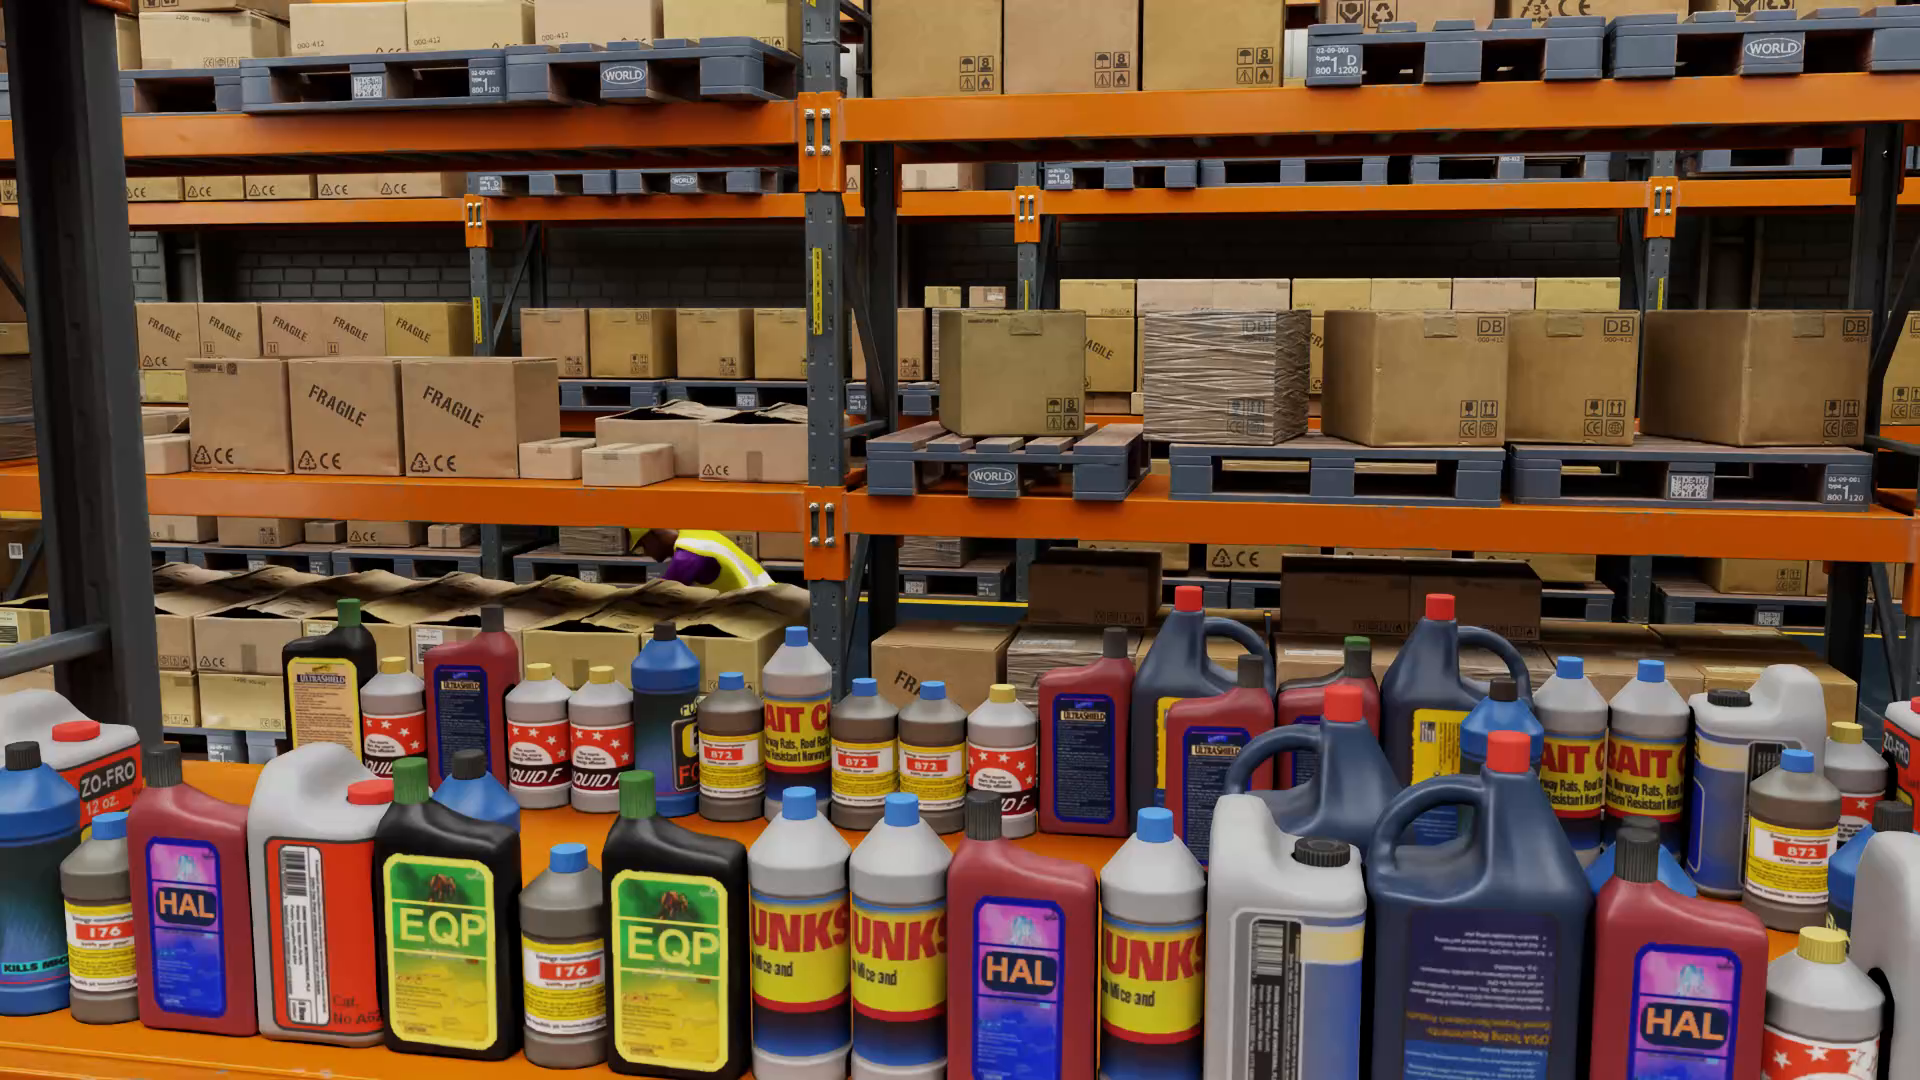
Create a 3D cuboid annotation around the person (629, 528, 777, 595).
[{"bbox_3d":[-1.358,0.307,8.827,0.862,1.001,0.593,1,8,11],"label":"person"}]
